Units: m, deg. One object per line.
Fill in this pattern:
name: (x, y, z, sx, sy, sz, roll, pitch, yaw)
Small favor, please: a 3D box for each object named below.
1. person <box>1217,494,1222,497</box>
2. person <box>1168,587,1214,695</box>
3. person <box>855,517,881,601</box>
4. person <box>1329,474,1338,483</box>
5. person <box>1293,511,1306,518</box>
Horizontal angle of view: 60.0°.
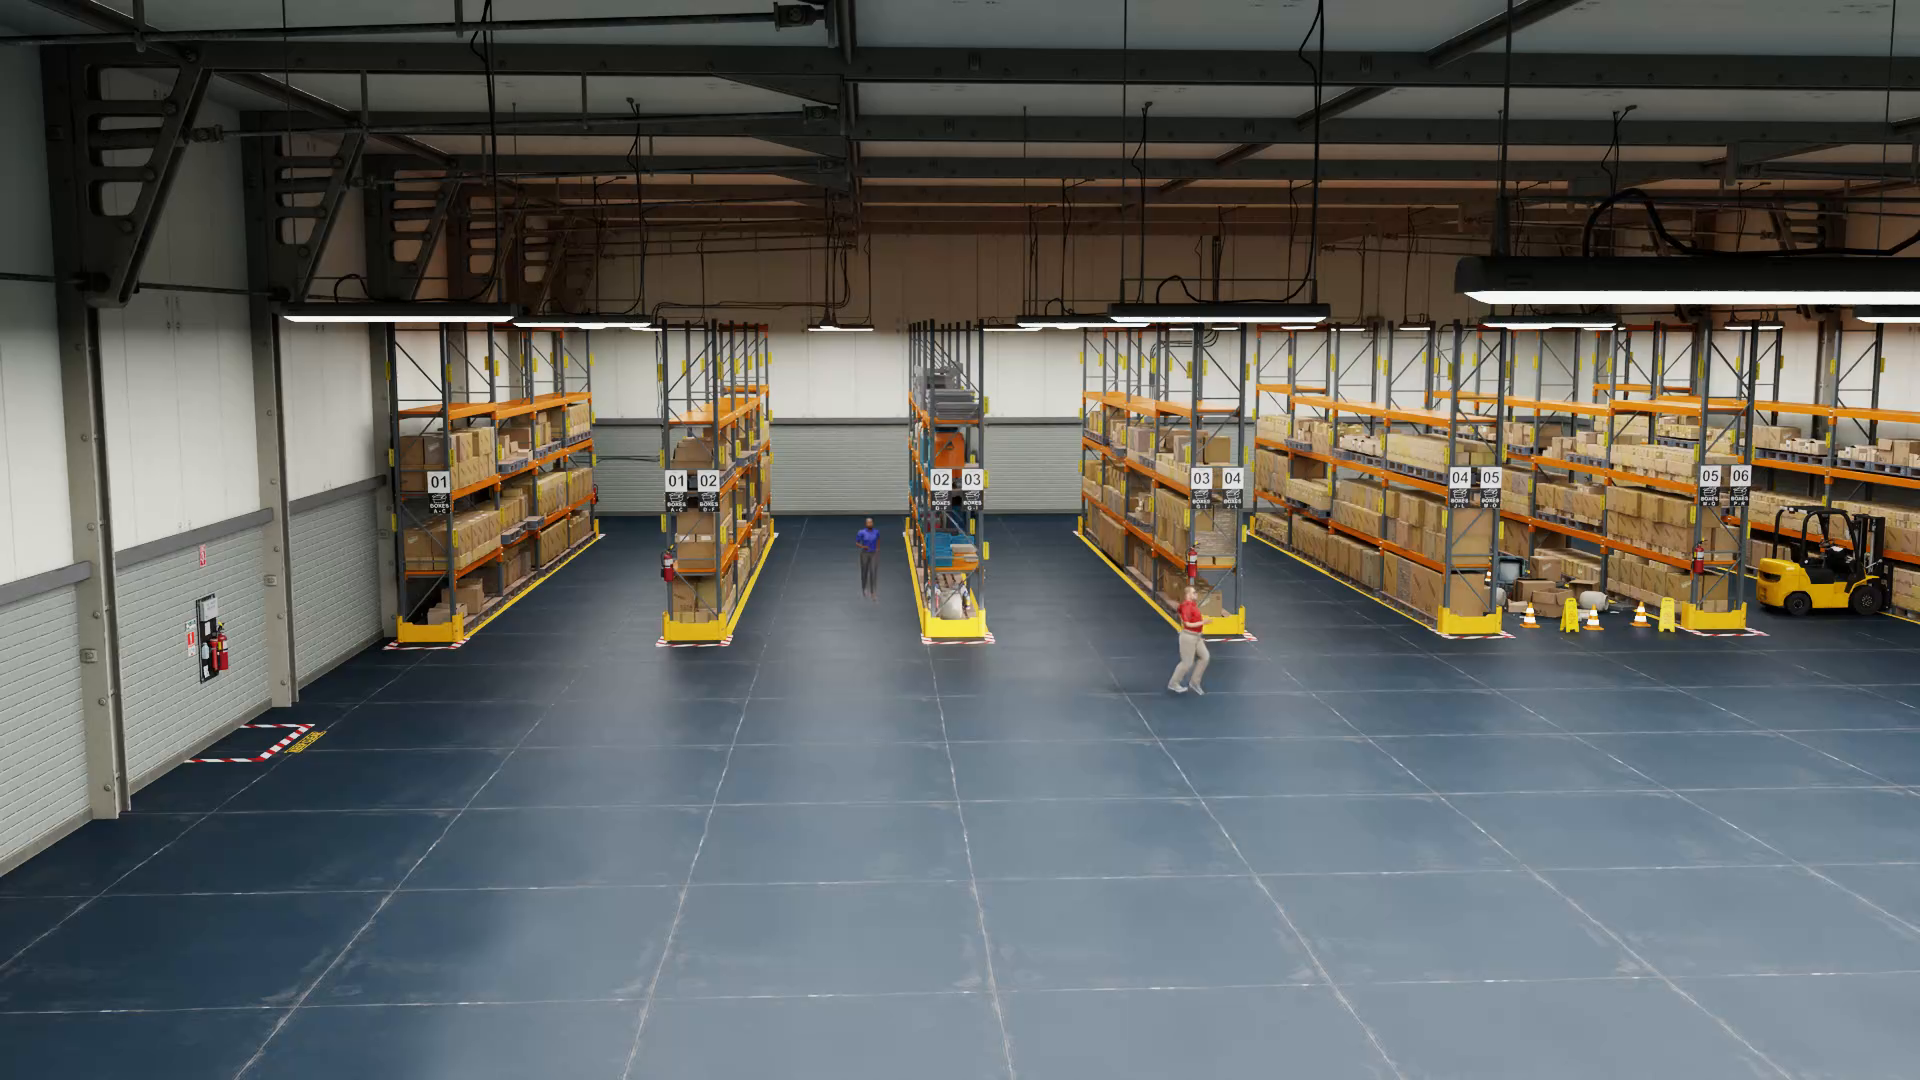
person: (7.235, -0.922, 47.342, 0.639, 1.611, 0.585, 1, 7, 4)
person: (3.688, 1.623, 26.443, 0.727, 1.781, 0.640, 3, 8, 21)
person: (-1.890, 0.373, 34.330, 0.571, 1.697, 0.797, -1, 7, -11)
person: (10.946, -1.186, 49.222, 0.631, 1.700, 0.561, -1, 7, -6)
person: (9.870, -1.206, 49.184, 0.688, 1.717, 0.856, -6, 9, -39)
